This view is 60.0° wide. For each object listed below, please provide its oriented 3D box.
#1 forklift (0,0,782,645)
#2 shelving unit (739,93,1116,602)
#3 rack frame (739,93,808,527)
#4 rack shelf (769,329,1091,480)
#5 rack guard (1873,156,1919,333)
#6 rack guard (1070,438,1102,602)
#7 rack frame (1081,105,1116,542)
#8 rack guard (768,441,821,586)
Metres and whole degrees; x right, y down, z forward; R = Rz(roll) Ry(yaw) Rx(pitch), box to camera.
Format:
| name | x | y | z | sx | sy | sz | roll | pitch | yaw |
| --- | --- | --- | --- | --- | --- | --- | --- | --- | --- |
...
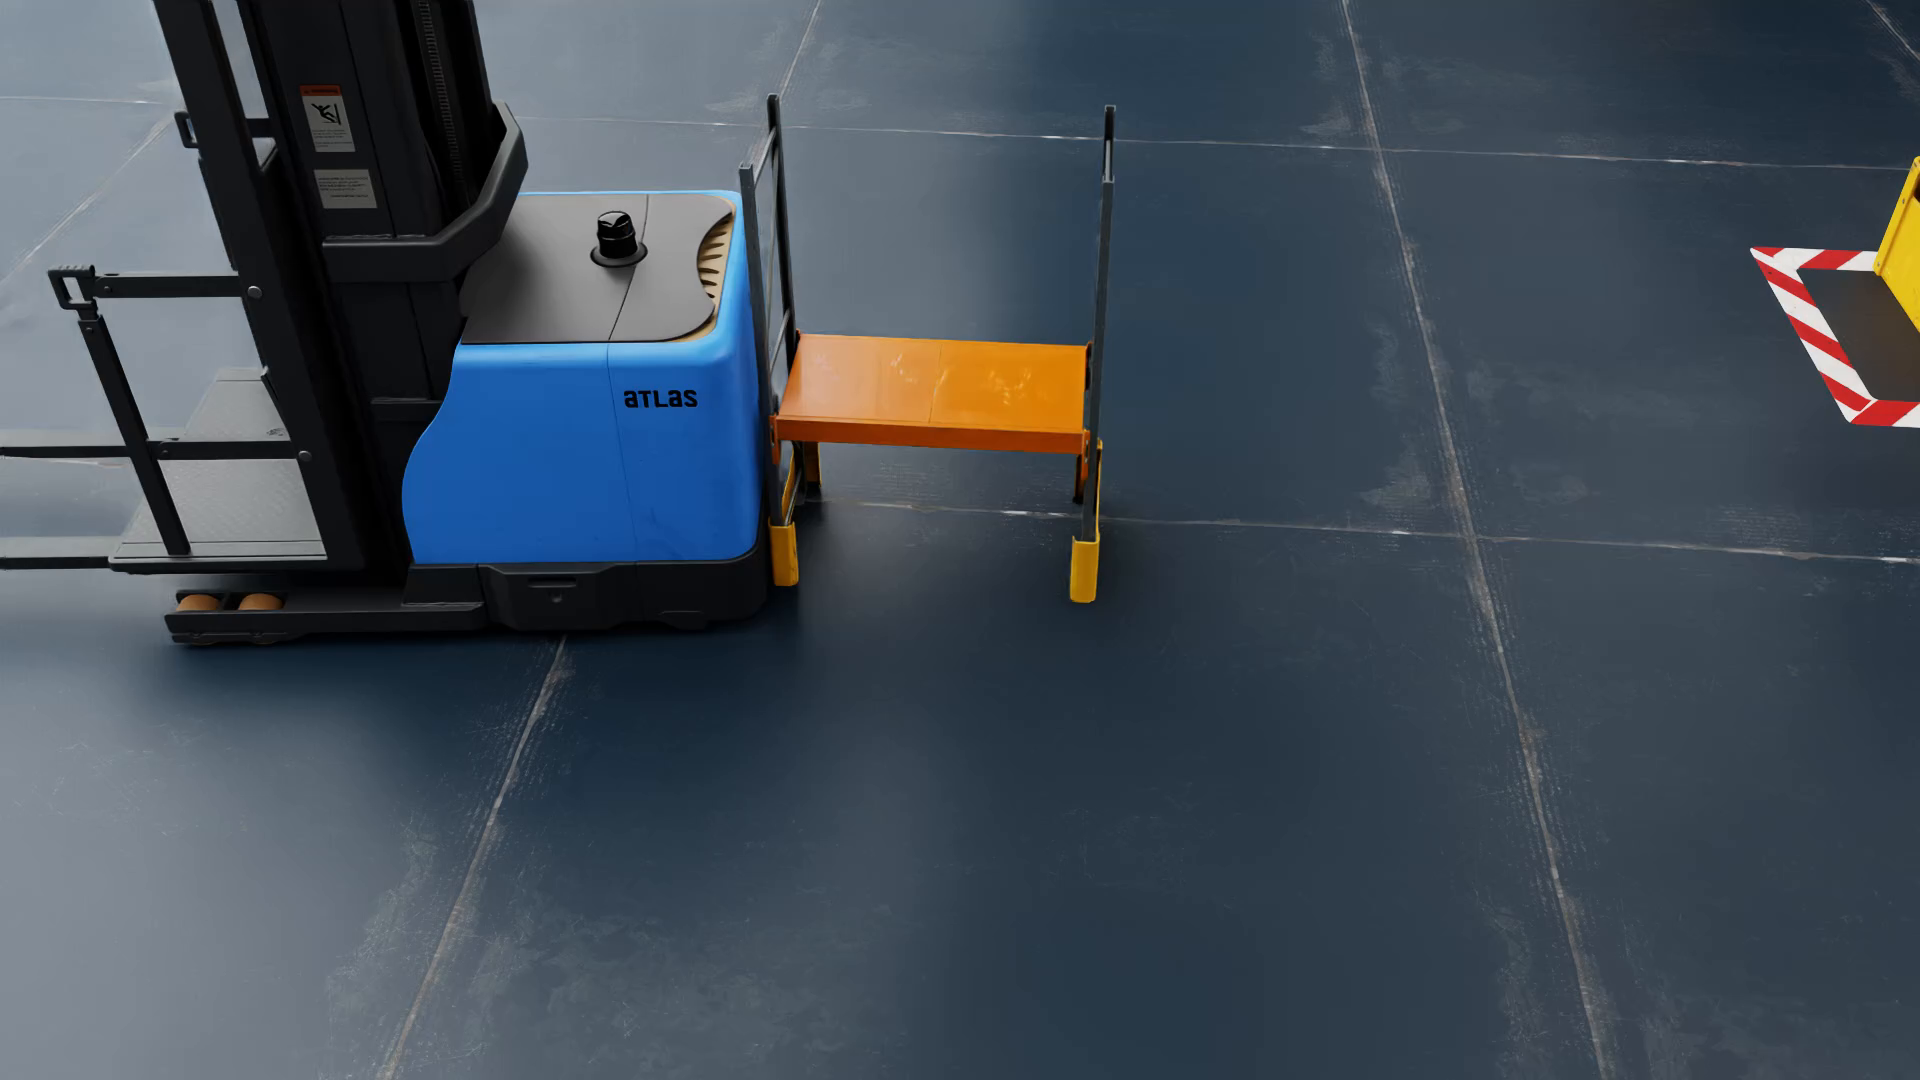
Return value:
| name | x | y | z | sx | sy | sz | roll | pitch | yaw |
| --- | --- | --- | --- | --- | --- | --- | --- | --- | --- |
| forklift | -2.156 | -1.137 | 4.826 | 3.031 | 2.935 | 1.130 | -1 | 39 | -1 |
| shelving unit | -0.068 | -0.587 | 5.283 | 1.083 | 1.500 | 0.587 | 3 | 39 | 4 |
| rack frame | -0.584 | -0.613 | 5.315 | 0.032 | 1.500 | 0.500 | 3 | 39 | 4 |
| rack shelf | -0.077 | -0.448 | 5.397 | 1.000 | 0.185 | 0.538 | 3 | 39 | 4 |
| rack guard | 4.076 | -1.031 | 6.621 | 0.348 | 0.500 | 1.175 | 3 | 39 | 4 |
| rack guard | 0.429 | -0.076 | 5.646 | 0.087 | 0.250 | 0.587 | 3 | 39 | 4 |
| rack frame | 0.430 | -0.561 | 5.251 | 0.032 | 1.500 | 0.500 | 3 | 39 | 4 |
| rack guard | -0.564 | -0.127 | 5.708 | 0.087 | 0.250 | 0.587 | 3 | 39 | 4 |
